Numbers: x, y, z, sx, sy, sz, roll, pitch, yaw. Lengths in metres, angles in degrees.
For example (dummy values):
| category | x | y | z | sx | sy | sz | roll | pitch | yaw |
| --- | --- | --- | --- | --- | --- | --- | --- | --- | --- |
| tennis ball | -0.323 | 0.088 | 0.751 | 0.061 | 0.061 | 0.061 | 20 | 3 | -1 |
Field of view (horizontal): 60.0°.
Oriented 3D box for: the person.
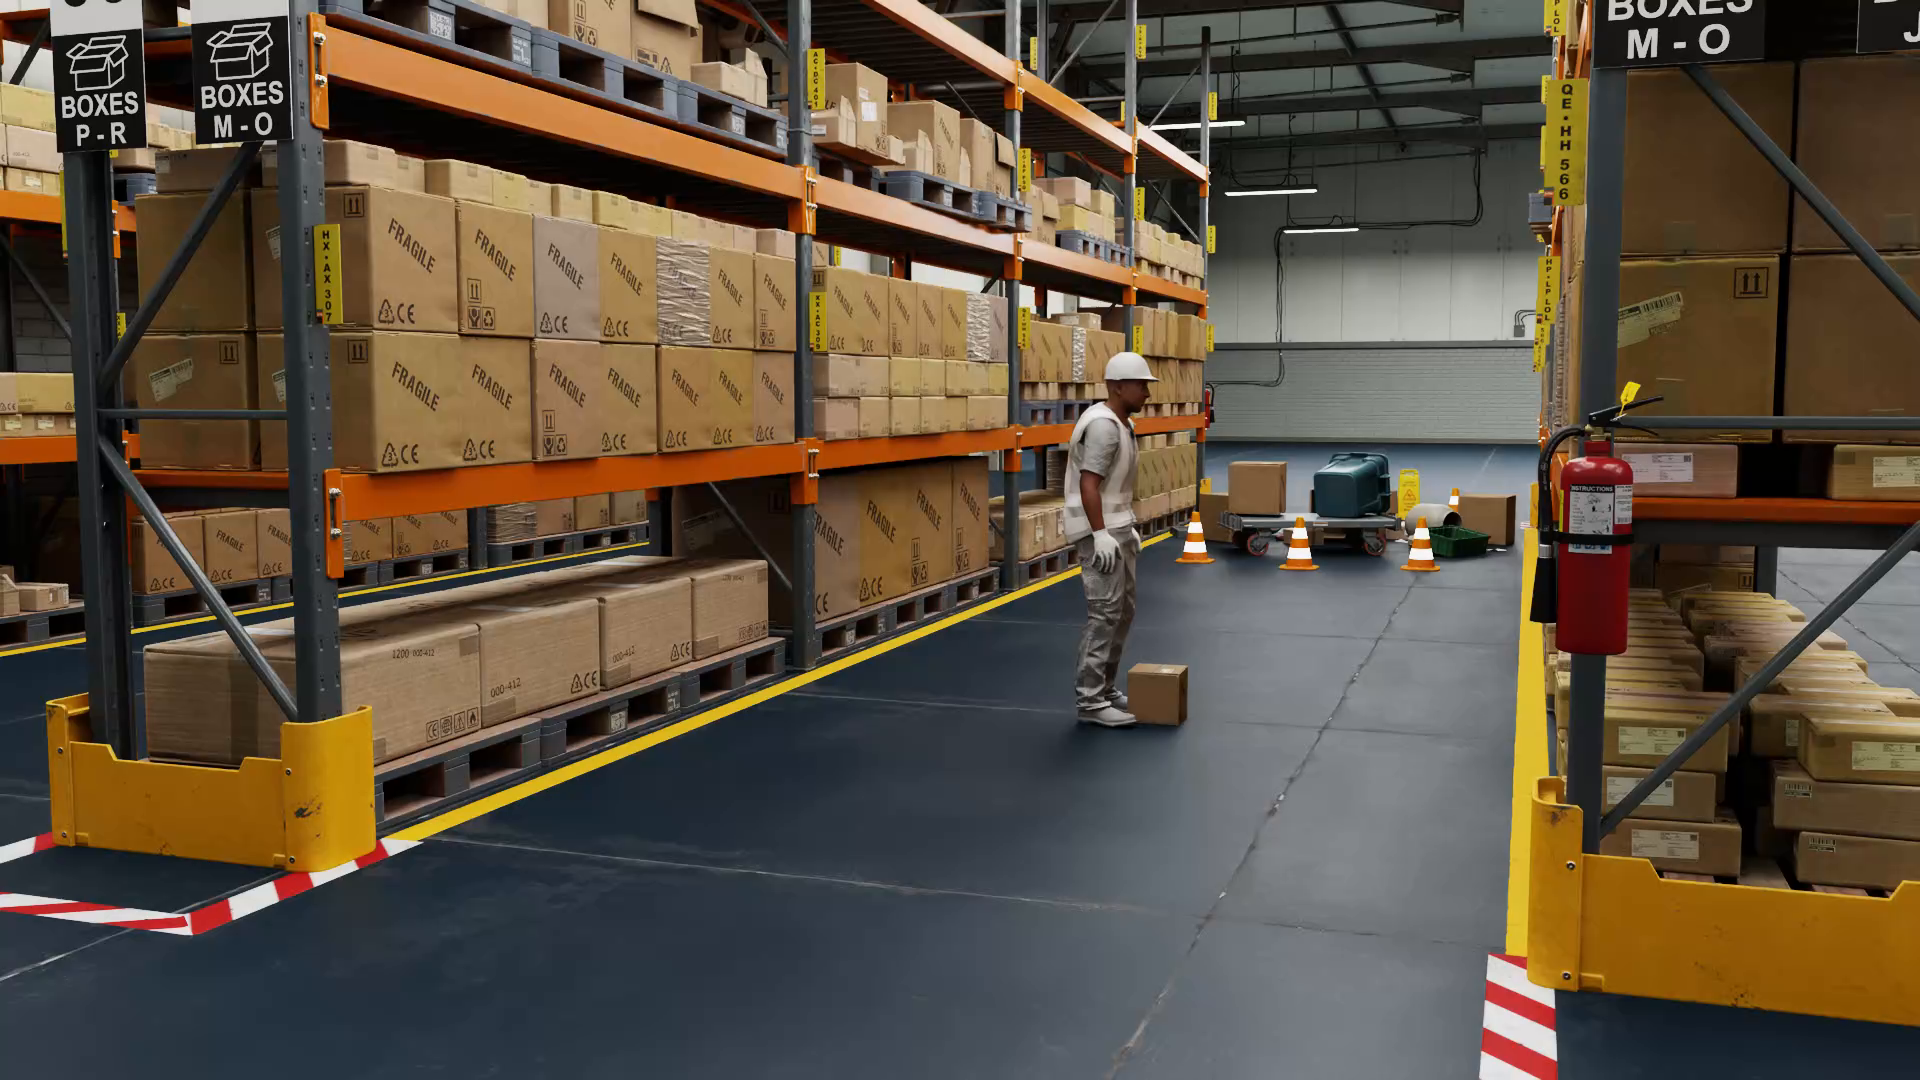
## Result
| category | x | y | z | sx | sy | sz | roll | pitch | yaw |
| --- | --- | --- | --- | --- | --- | --- | --- | --- | --- |
| person | 0.735 | -0.016 | 8.055 | 0.448 | 1.775 | 0.616 | 2 | 5 | 19 |
